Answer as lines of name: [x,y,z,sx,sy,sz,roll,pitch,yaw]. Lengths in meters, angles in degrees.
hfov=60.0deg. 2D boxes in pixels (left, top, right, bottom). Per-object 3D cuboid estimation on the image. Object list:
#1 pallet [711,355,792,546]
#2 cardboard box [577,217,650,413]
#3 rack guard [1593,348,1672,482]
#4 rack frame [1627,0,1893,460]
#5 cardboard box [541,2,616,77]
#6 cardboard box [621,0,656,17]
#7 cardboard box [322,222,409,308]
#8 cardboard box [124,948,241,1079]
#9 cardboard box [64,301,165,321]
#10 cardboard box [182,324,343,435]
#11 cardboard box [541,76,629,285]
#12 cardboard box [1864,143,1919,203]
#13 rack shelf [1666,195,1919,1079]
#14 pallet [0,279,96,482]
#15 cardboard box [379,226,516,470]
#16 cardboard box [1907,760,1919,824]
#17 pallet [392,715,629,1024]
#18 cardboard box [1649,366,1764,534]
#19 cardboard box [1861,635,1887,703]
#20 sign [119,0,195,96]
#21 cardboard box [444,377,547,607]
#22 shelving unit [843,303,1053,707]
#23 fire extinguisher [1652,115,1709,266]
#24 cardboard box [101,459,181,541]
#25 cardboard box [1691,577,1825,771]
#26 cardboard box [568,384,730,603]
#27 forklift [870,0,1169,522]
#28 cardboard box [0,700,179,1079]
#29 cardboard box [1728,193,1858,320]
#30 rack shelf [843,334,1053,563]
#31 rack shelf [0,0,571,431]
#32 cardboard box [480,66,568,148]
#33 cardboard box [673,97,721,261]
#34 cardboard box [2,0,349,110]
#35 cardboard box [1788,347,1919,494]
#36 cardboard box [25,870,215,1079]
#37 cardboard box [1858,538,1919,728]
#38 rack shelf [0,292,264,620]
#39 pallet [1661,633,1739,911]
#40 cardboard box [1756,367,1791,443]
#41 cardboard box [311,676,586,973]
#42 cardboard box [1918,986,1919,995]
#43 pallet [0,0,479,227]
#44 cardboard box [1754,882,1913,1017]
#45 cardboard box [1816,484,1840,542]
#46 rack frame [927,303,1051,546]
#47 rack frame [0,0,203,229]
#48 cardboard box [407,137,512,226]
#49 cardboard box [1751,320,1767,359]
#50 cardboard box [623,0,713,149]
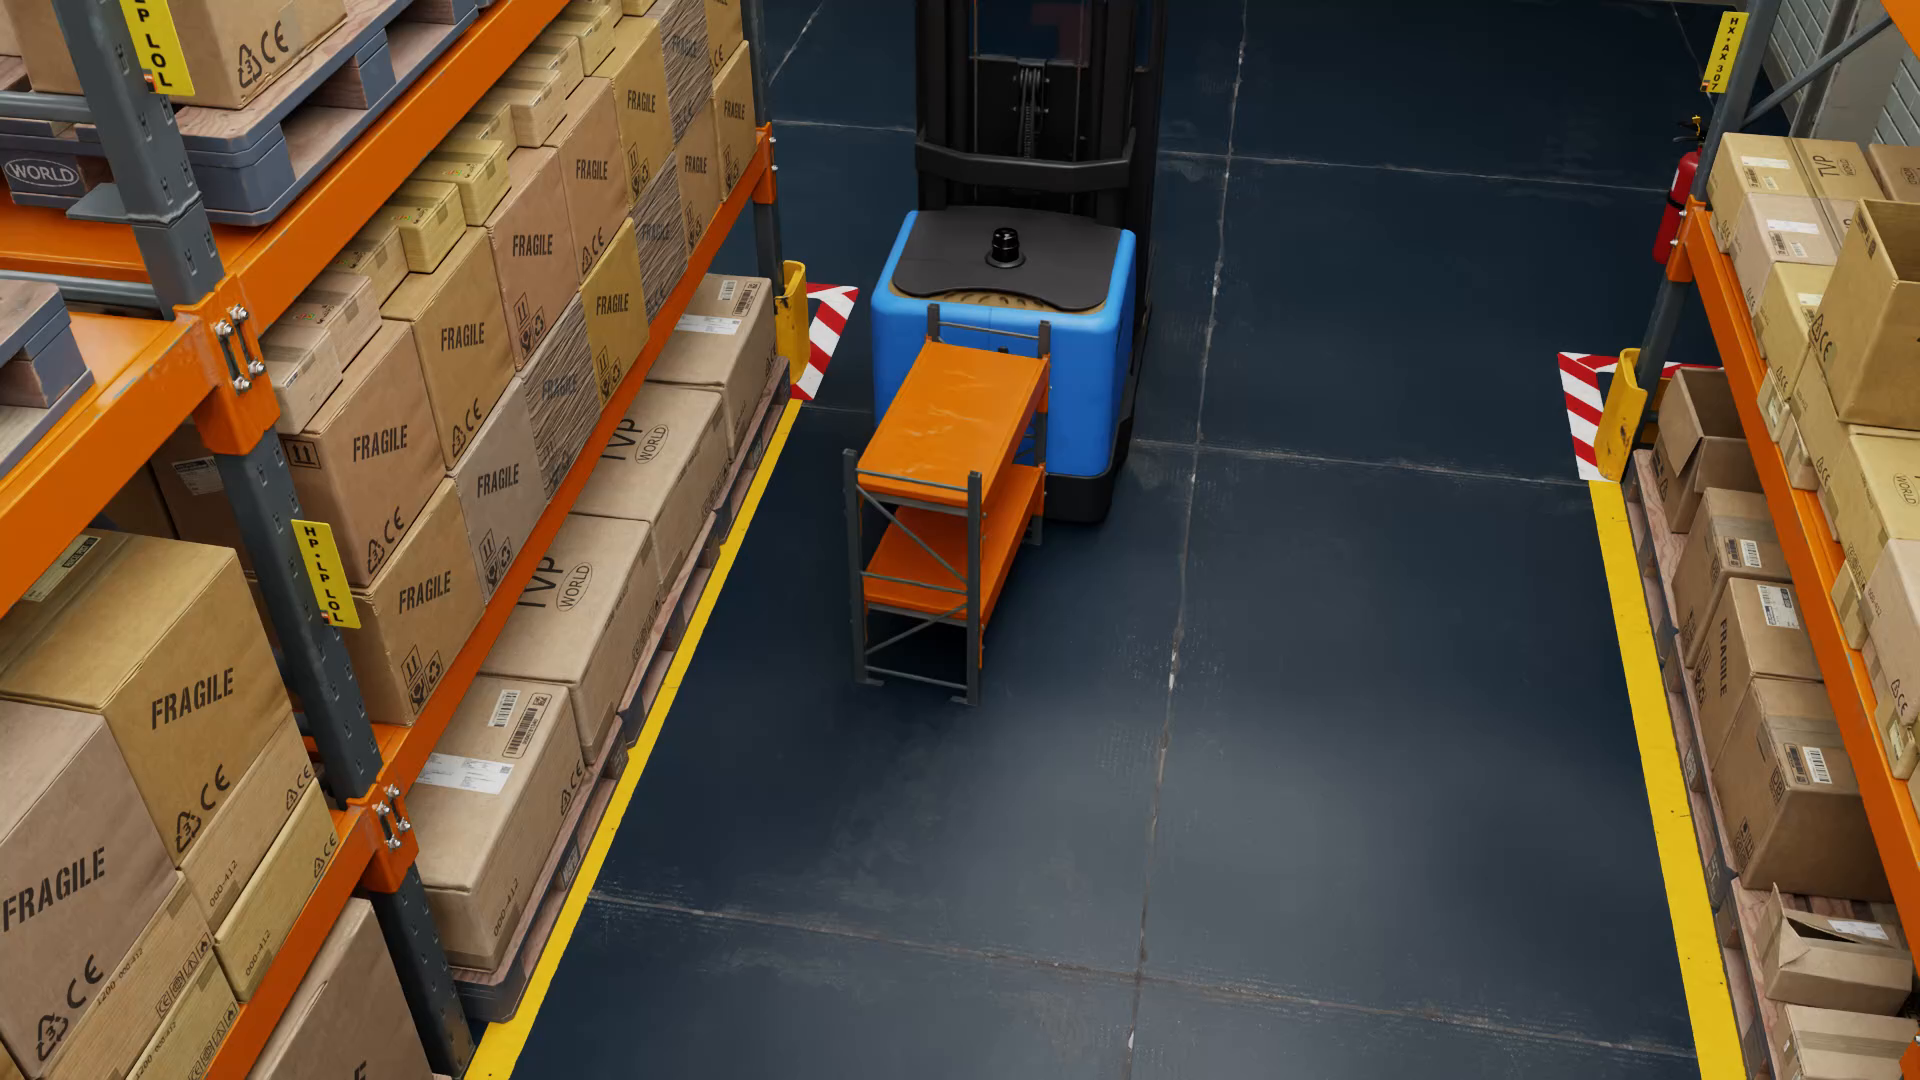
pallet: [-1.412,-0.479,7.664,1.003,0.211,1.213,6,40,8]
cardboard box: [-1.431,-0.809,5.795,0.500,0.500,0.500,8,40,9]
rack guard: [3.526,-0.509,7.473,1.175,0.500,0.348,6,40,8]
rack frame: [3.539,-1.520,6.734,1.000,3.000,0.127,6,40,8]
cardboard box: [-1.382,-1.684,5.561,0.380,0.149,0.250,7,40,9]
cardboard box: [-1.281,-2.004,5.948,0.380,0.149,0.250,7,40,9]
cardboard box: [-1.701,-0.725,4.401,0.380,0.149,0.250,6,40,7]
cardboard box: [-1.961,1.132,3.644,0.500,0.250,0.500,6,40,7]
cardboard box: [-2.150,-0.610,4.262,0.380,0.149,0.250,7,40,9]
cardboard box: [-1.732,-0.398,4.005,0.380,0.149,0.250,6,40,7]
cardboard box: [-1.439,-1.203,5.488,0.500,0.500,0.500,6,40,7]
cardboard box: [3.721,-1.259,6.302,0.500,0.250,0.500,7,40,9]
rack shelf: [3.193,0.013,5.445,1.077,0.370,4.000,6,40,8]
pallet: [-2.153,-0.056,2.760,0.805,0.209,1.217,5,40,6]
cardboard box: [-1.628,-0.567,4.718,0.500,0.500,0.500,6,40,7]
cardboard box: [2.677,0.694,4.254,0.380,0.149,0.250,7,40,9]
pallet: [-1.834,1.052,5.812,1.003,0.211,1.213,6,40,8]
cardboard box: [3.340,-0.346,6.944,0.797,0.503,0.637,5,40,6]
cardboard box: [2.770,0.366,4.650,0.380,0.149,0.250,7,40,9]
sign: [-1.506,-0.977,3.071,0.100,0.325,0.005,6,40,8]
cardboard box: [-1.612,-0.174,5.028,0.500,0.500,0.500,7,40,8]
shelving unit: [-0.028,-0.148,6.546,0.538,1.125,1.048,10,41,12]
fire extinguisher: [3.109,-1.489,7.051,0.296,0.674,0.183,6,40,8]
cardboard box: [-2.233,-0.305,4.401,0.500,0.500,0.500,6,40,7]
cardboard box: [2.964,0.508,5.913,0.500,0.500,0.500,7,40,8]
cardboard box: [-1.516,-0.238,6.866,0.875,0.438,0.875,7,40,9]
forklift: [0.392,-2.149,7.549,1.130,2.935,3.031,7,40,8]
cardboard box: [-1.955,0.655,3.240,0.500,0.500,0.500,7,40,9]
cardboard box: [3.108,-1.005,5.996,0.500,0.250,0.500,7,40,8]
rack shelf: [-0.028,-0.373,6.360,0.538,0.278,1.000,10,41,12]
rack shelf: [-1.697,-1.688,5.148,1.077,0.370,4.000,6,40,8]
cardboard box: [-1.450,-1.351,5.158,0.380,0.149,0.250,7,40,8]
cardboard box: [-1.275,-1.458,6.581,0.500,0.500,0.500,6,40,7]
cardboard box: [-1.734,-1.295,3.622,0.500,0.500,0.500,7,40,8]
cardboard box: [2.956,-0.363,5.220,0.500,0.250,0.500,5,40,7]
cardboard box: [-1.959,0.929,3.498,0.500,0.250,0.500,7,40,9]
cardboard box: [2.767,0.271,4.452,0.500,0.250,0.500,7,40,8]
rack shelf: [-2.389,0.822,2.112,1.077,0.370,4.000,6,40,8]
pallet: [3.175,0.867,6.036,1.003,0.211,1.213,6,40,8]
cardboard box: [2.940,-0.444,5.630,0.380,0.149,0.250,5,40,6]
cardboard box: [-1.828,0.889,5.502,0.875,0.438,0.875,6,40,7]
cardboard box: [3.194,1.477,4.891,0.500,0.311,0.500,8,40,9]
pallet: [-1.891,-1.188,4.049,1.003,0.211,1.213,6,40,8]
cardboard box: [2.716,1.276,5.168,0.396,0.266,0.258,8,40,9]
cardboard box: [2.938,-0.107,5.222,0.380,0.149,0.250,6,40,8]
rack frame: [0.113,-0.459,6.922,0.500,1.125,0.032,10,41,12]
rack frame: [-2.043,-1.866,2.445,1.000,3.000,0.127,6,40,8]
cardboard box: [-1.523,-1.038,4.779,0.380,0.149,0.250,5,40,6]
cardboard box: [3.098,-0.761,6.014,0.380,0.149,0.250,8,40,9]
cardboard box: [-1.261,-1.828,6.244,0.500,0.500,0.500,7,40,8]
